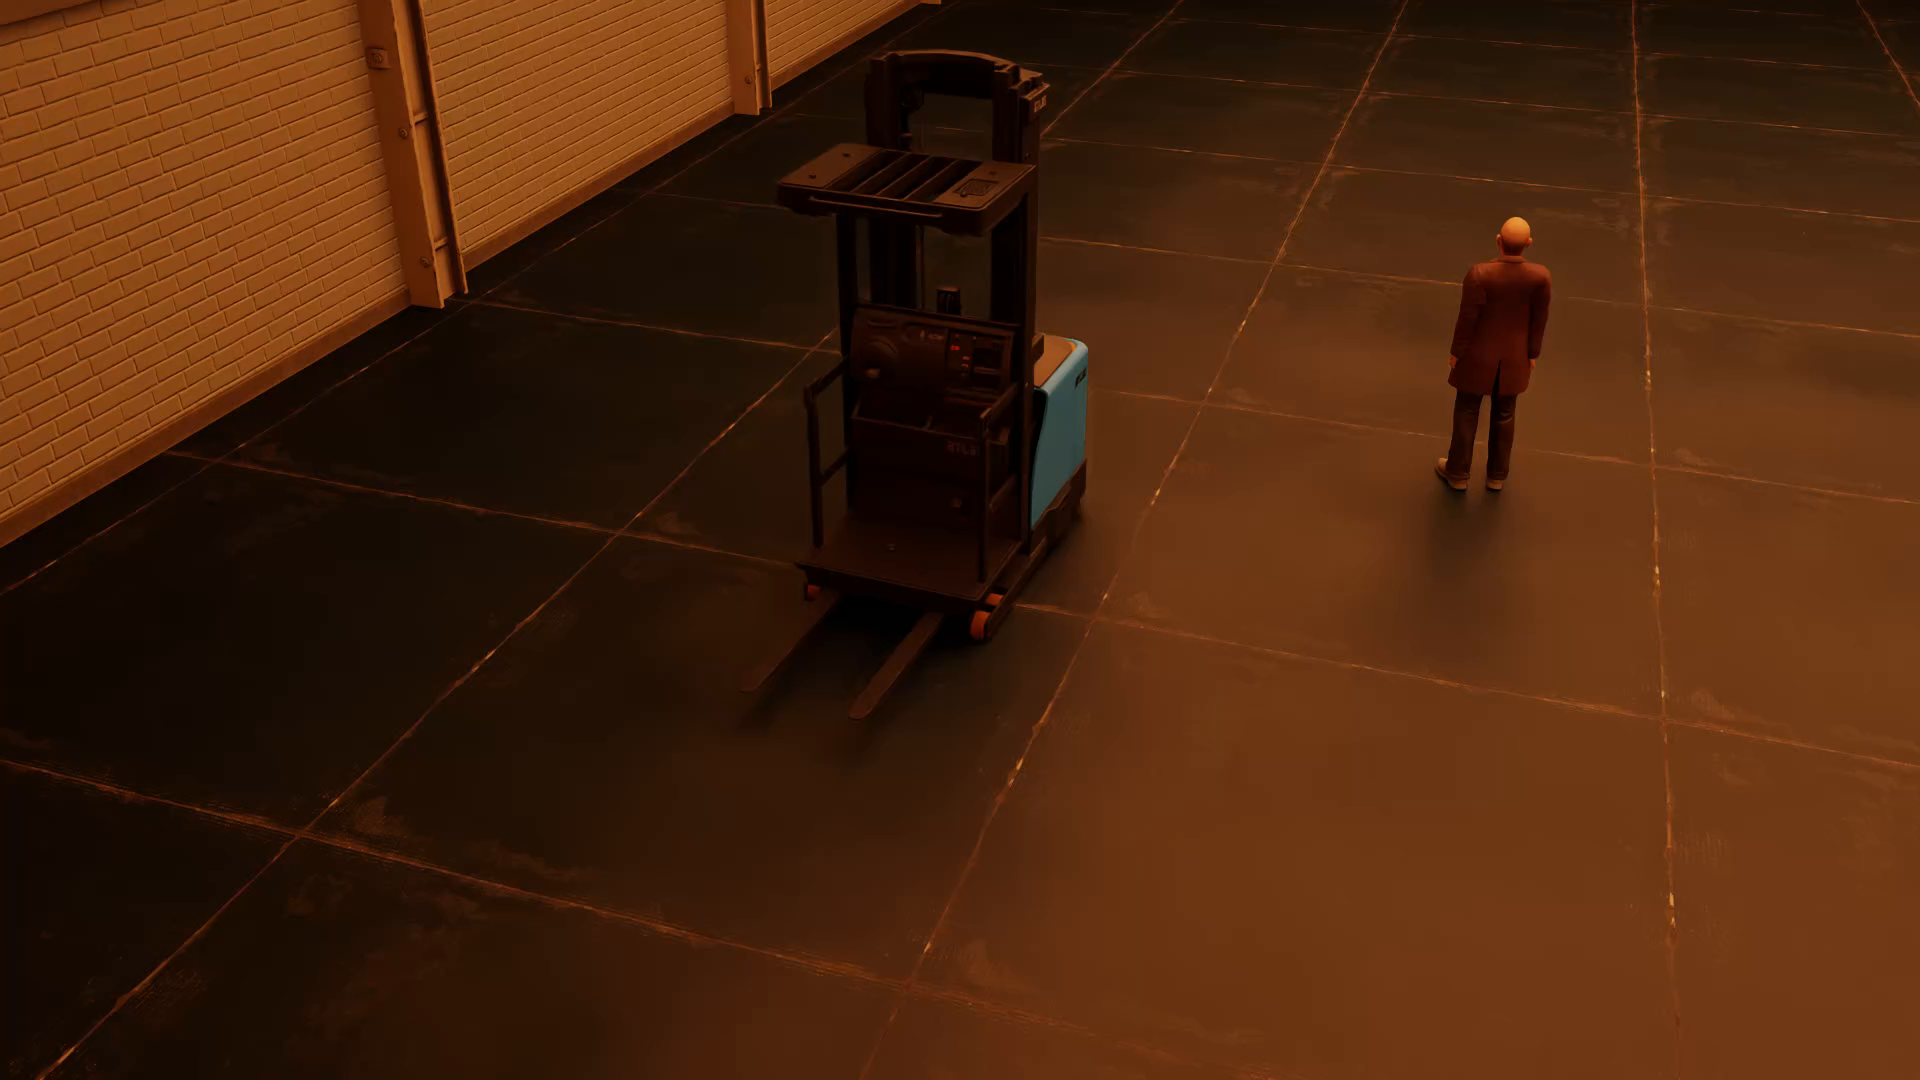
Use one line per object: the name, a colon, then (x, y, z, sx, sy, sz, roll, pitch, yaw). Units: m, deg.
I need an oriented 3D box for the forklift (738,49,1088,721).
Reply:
forklift: (-0.234, -0.958, 8.817, 1.130, 2.935, 3.031, 11, 32, 19)

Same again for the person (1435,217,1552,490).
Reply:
person: (3.312, -1.167, 10.347, 0.546, 1.781, 0.398, 1, 30, 2)
